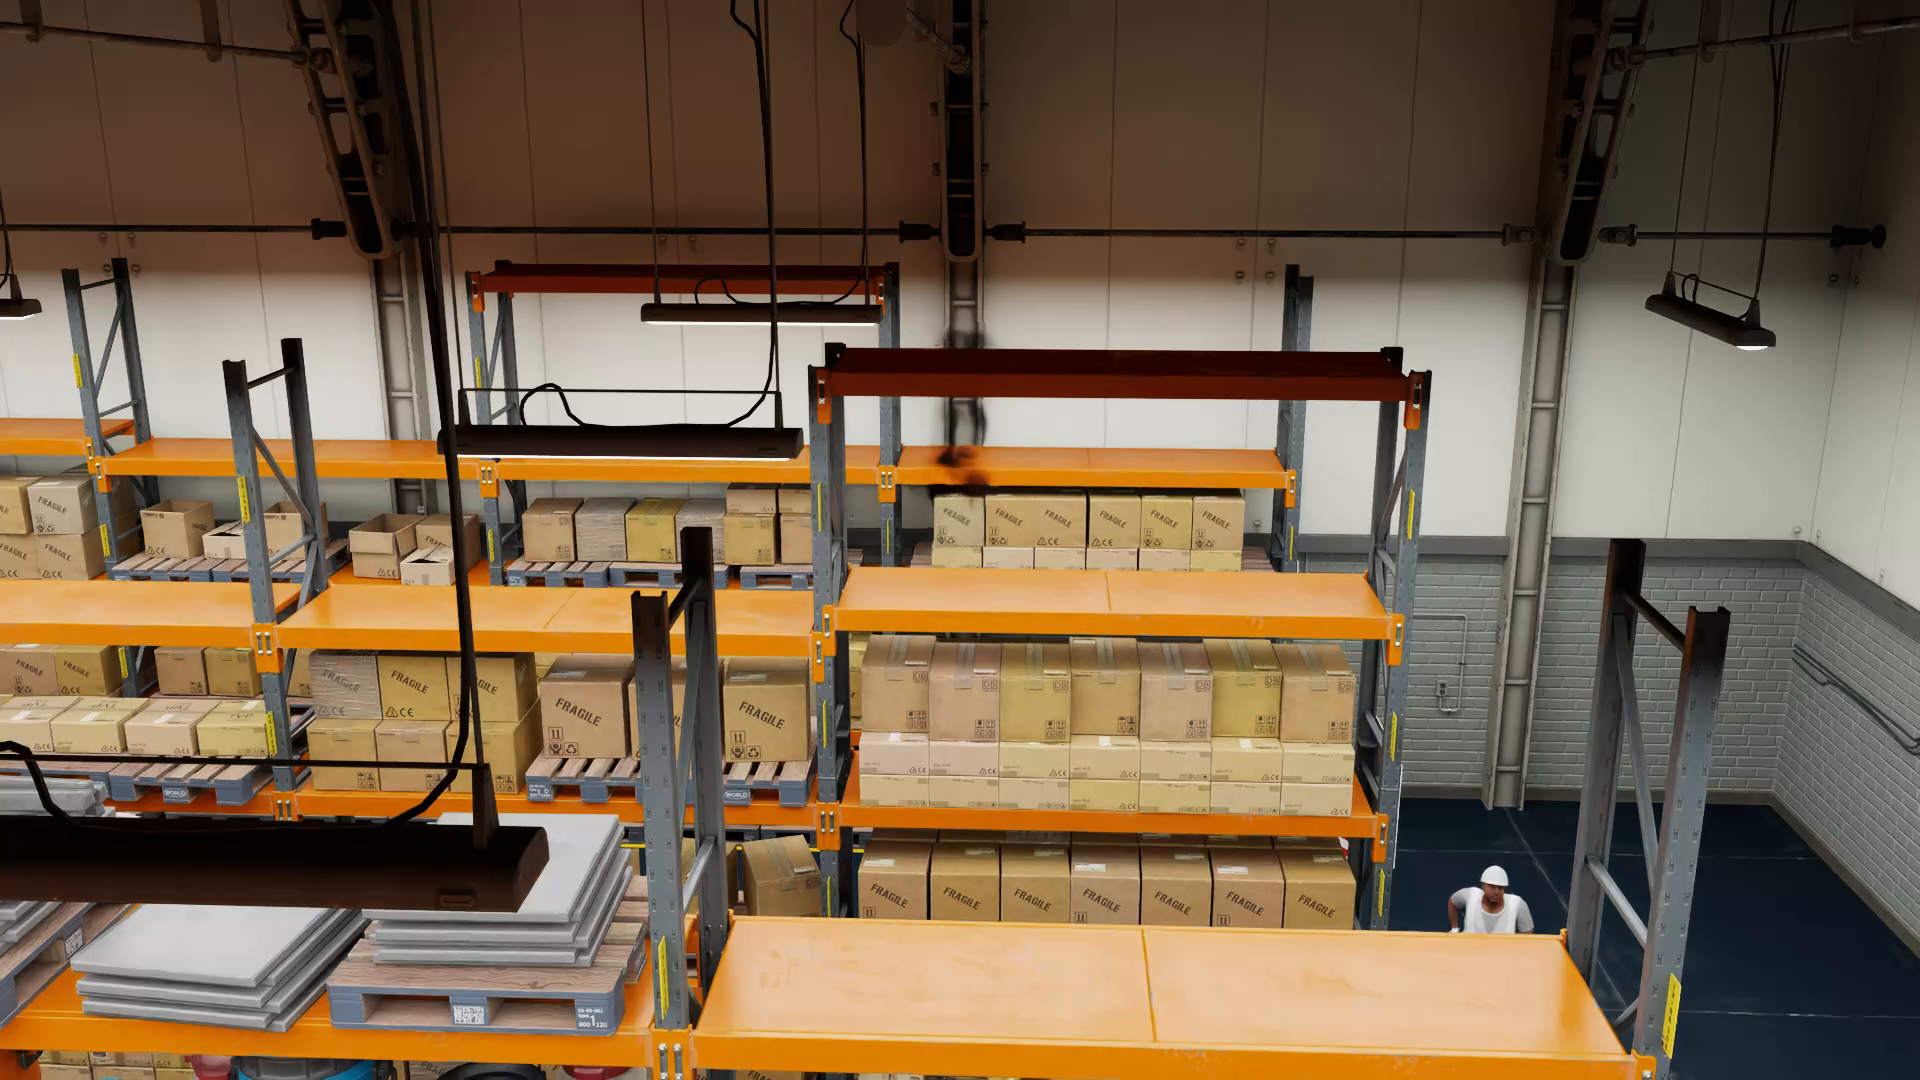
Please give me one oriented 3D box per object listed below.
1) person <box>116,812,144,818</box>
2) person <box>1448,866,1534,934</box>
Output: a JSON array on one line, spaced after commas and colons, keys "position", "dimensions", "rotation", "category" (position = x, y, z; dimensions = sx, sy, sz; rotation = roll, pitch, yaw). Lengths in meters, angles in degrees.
[{"position": [-7.715, 3.062, 15.193], "dimensions": [0.692, 1.611, 0.602], "rotation": [-2, 16, -7], "category": "person"}, {"position": [4.311, 3.453, 13.564], "dimensions": [0.629, 1.814, 1.050], "rotation": [1, 16, 5], "category": "person"}]
